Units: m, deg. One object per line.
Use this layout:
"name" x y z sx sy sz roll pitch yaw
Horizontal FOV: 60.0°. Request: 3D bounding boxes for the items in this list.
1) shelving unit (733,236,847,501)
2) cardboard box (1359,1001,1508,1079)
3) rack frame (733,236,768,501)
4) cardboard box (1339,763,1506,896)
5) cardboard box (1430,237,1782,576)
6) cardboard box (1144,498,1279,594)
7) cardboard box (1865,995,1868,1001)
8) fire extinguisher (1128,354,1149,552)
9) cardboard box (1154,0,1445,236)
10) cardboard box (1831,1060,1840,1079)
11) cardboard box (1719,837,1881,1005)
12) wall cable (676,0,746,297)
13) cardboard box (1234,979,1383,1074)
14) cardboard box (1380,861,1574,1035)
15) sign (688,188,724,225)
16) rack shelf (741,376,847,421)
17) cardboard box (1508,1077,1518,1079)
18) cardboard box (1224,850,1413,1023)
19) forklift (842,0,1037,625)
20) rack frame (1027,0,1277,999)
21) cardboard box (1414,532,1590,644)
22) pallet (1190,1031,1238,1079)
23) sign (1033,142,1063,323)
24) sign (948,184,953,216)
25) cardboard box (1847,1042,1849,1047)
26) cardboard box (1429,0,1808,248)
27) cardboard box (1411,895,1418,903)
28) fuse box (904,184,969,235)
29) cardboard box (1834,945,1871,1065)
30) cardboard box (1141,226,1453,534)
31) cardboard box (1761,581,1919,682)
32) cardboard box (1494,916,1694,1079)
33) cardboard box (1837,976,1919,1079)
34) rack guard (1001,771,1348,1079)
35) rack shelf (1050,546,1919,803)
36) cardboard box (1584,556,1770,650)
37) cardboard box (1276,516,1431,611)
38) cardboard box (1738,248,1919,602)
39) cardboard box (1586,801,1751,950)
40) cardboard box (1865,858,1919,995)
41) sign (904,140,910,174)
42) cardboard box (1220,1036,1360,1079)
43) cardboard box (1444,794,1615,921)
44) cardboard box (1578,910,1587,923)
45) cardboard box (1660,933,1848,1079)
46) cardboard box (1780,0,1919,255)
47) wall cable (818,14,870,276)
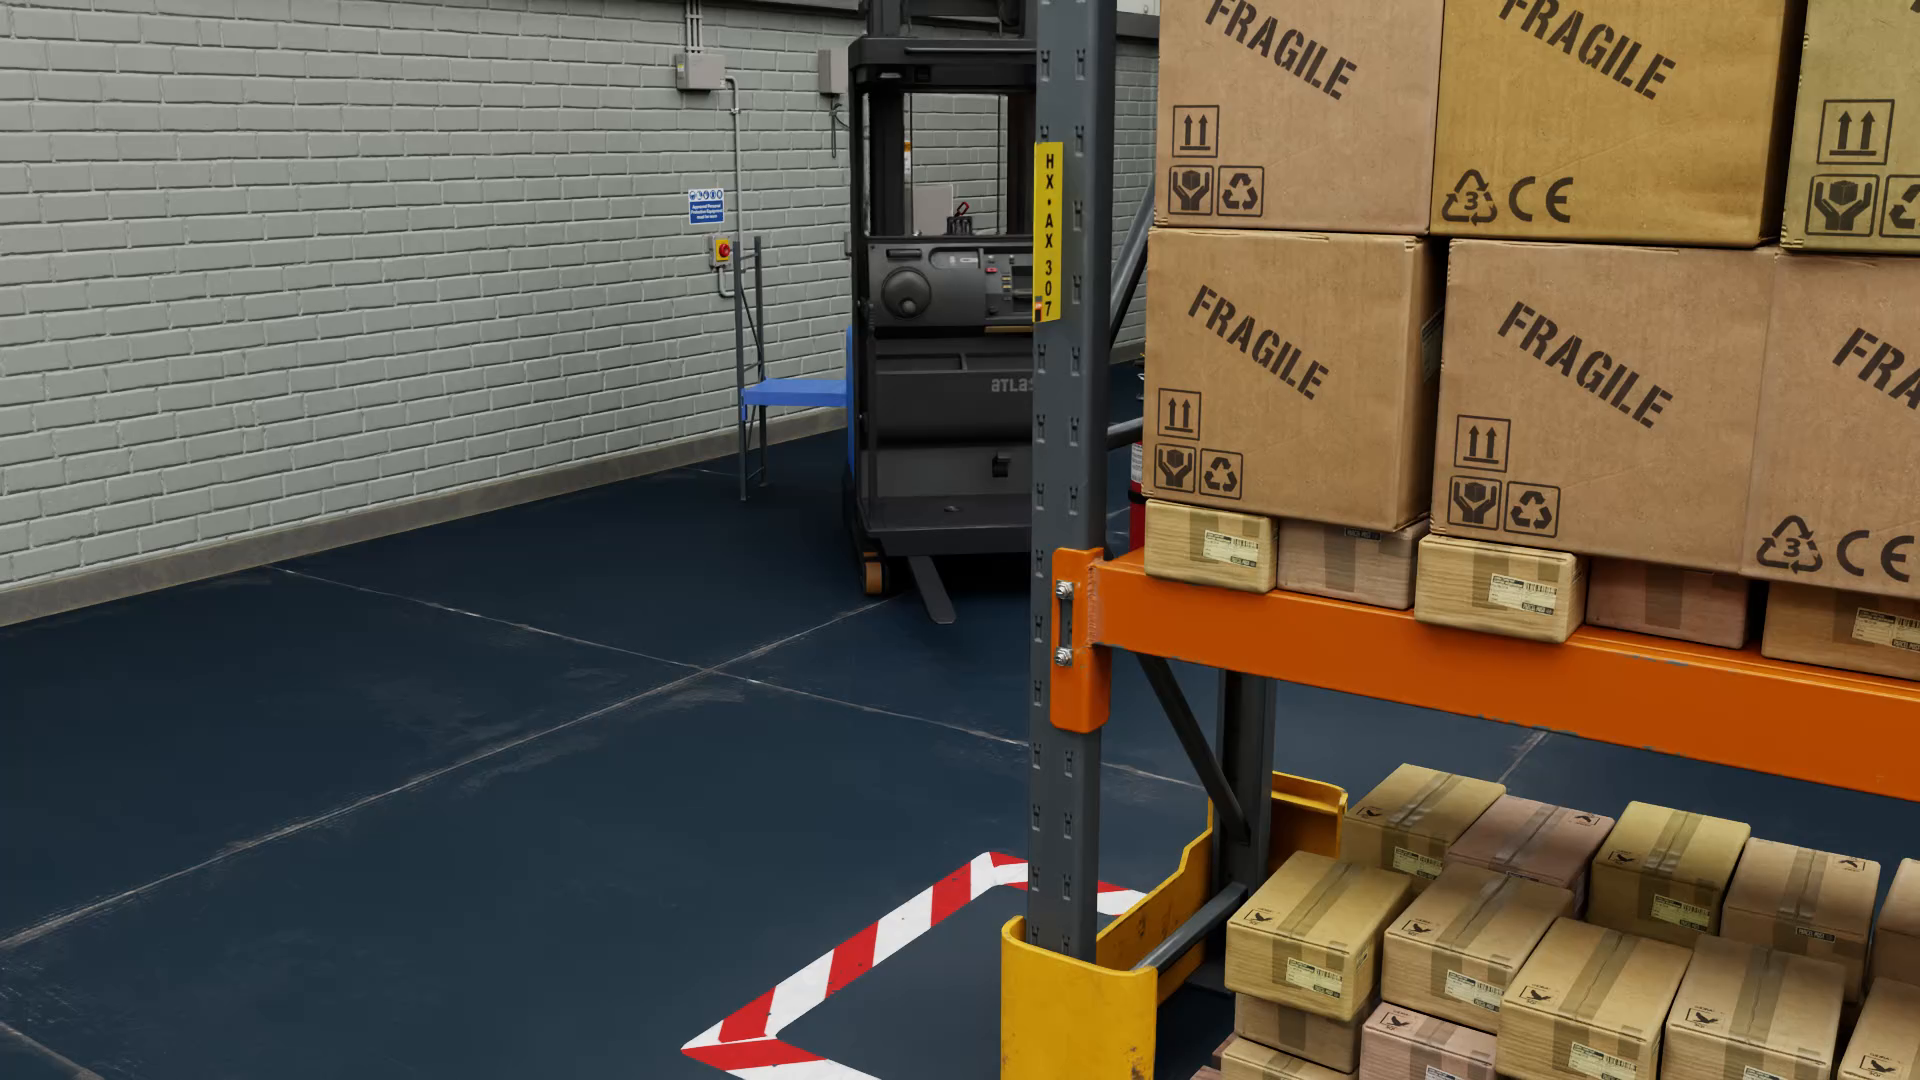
"shelving unit" -0.730 -0.998 9.734 1.048 1.500 0.538 2 14 8
"cardboard box" 0.954 0.948 3.190 0.250 0.149 0.380 9 17 33
"rack frame" -1.233 -1.016 9.807 0.032 1.500 0.500 2 14 8
"cardboard box" 1.047 0.655 3.756 0.250 0.149 0.380 9 17 33
"cardboard box" 1.143 -0.268 2.835 0.500 0.500 0.500 9 17 33
"cardboard box" 0.553 -0.026 3.209 0.250 0.149 0.380 9 17 32
"cardboard box" 1.933 0.929 3.268 0.250 0.149 0.380 9 17 34
"fire extinguisher" 0.515 -0.164 4.181 0.183 0.674 0.296 9 17 33
"cardboard box" 0.691 -0.822 2.993 0.500 0.500 0.500 9 17 32
"cardboard box" 1.359 1.019 2.903 0.250 0.149 0.380 10 17 35
"cardboard box" 1.689 0.757 3.345 0.250 0.149 0.380 8 16 31
"wall cable" -1.546 -2.517 10.570 0.123 1.953 0.585 9 17 33
"cardboard box" 0.758 0.900 3.384 0.250 0.149 0.380 10 17 35
"cardboard box" 1.008 0.785 3.229 0.250 0.149 0.380 10 17 34
"sign" -1.624 -2.139 10.658 0.001 0.218 0.327 9 17 33
"rack shelf" -0.730 -0.823 9.777 1.000 0.185 0.538 2 14 8
"cardboard box" 1.206 0.963 3.129 0.250 0.149 0.380 9 17 34
"cardboard box" 0.712 0.772 3.281 0.250 0.149 0.380 8 16 30
"forklift" 0.055 -1.247 7.762 1.130 2.935 3.031 -2 14 -7
"rack frame" 0.467 -0.257 3.618 0.127 3.000 1.000 9 17 33
"cardboard box" 0.980 0.047 2.916 0.250 0.149 0.380 9 16 31
"pallet" 1.184 1.223 3.444 1.213 0.211 1.003 9 17 33
"sign" 0.164 -0.569 3.077 0.005 0.325 0.100 9 17 33
"sign" -0.149 -2.488 12.831 0.001 0.494 0.329 9 17 33
"cardboard box" 1.632 1.036 2.835 0.250 0.149 0.380 8 16 30
"cardboard box" 1.113 -0.756 2.725 0.500 0.500 0.500 10 17 34
"cardboard box" 1.064 0.793 3.819 0.250 0.149 0.380 9 16 31
"fuse box" -0.253 -1.783 12.464 0.414 1.711 0.539 9 17 33
"cardboard box" 1.662 0.919 3.310 0.250 0.149 0.380 9 16 32
"cardboard box" 0.685 -0.334 3.105 0.500 0.500 0.500 10 17 35
"cardboard box" 1.483 0.095 2.719 0.250 0.149 0.380 9 17 32
"cardboard box" 1.145 0.845 2.989 0.250 0.149 0.380 9 17 33
"cardboard box" 1.622 0.901 2.764 0.250 0.149 0.380 10 17 35
"rack guard" 0.530 0.967 3.878 0.348 0.500 1.175 9 17 33
"rack shelf" 2.126 0.361 2.621 4.000 0.370 1.077 9 17 33
"cardboard box" 1.272 0.054 2.886 0.250 0.149 0.380 10 17 35
"cardboard box" 0.787 0.000 3.104 0.250 0.149 0.380 10 17 35
"cardboard box" 1.543 -0.200 2.560 0.500 0.500 0.500 9 17 34
"cardboard box" 1.510 0.709 3.536 0.250 0.149 0.380 9 16 32
"cardboard box" 1.943 0.782 3.244 0.250 0.149 0.380 10 17 35
"sign" -0.456 -2.826 12.277 0.001 0.242 0.339 9 17 33
"cardboard box" 0.723 1.057 3.369 0.250 0.149 0.380 10 17 34
"cardboard box" 1.224 0.700 3.574 0.250 0.149 0.380 10 17 34
"cardboard box" 1.251 0.838 3.634 0.250 0.149 0.380 9 16 32
"cardboard box" 1.397 0.861 2.922 0.250 0.149 0.380 8 16 30
"cardboard box" 1.533 -0.681 2.425 0.500 0.500 0.500 9 16 32
"wall cable" -0.764 -2.786 11.723 0.122 1.984 0.588 9 17 33
